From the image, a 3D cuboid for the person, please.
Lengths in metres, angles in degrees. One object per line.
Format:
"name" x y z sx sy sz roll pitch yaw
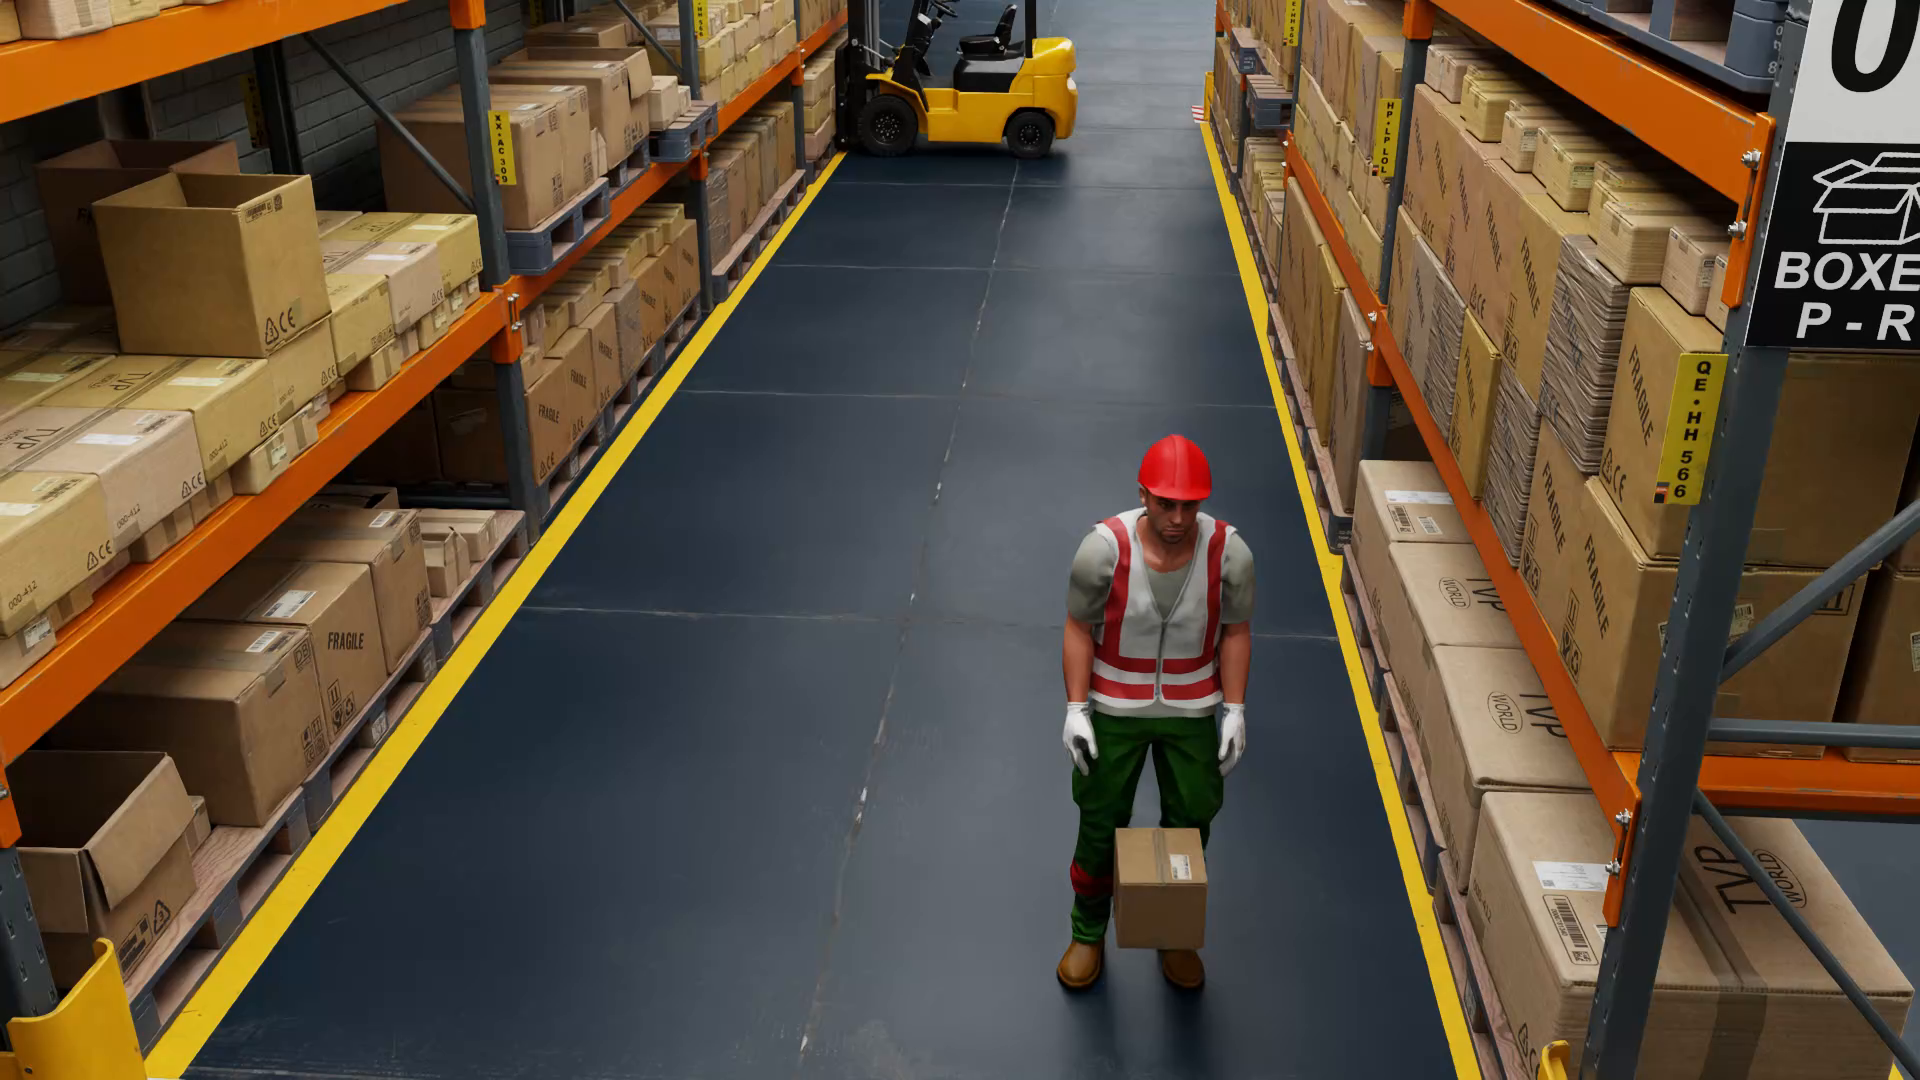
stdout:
"person" 0.577 0.516 4.936 0.555 1.784 0.422 0 24 1
